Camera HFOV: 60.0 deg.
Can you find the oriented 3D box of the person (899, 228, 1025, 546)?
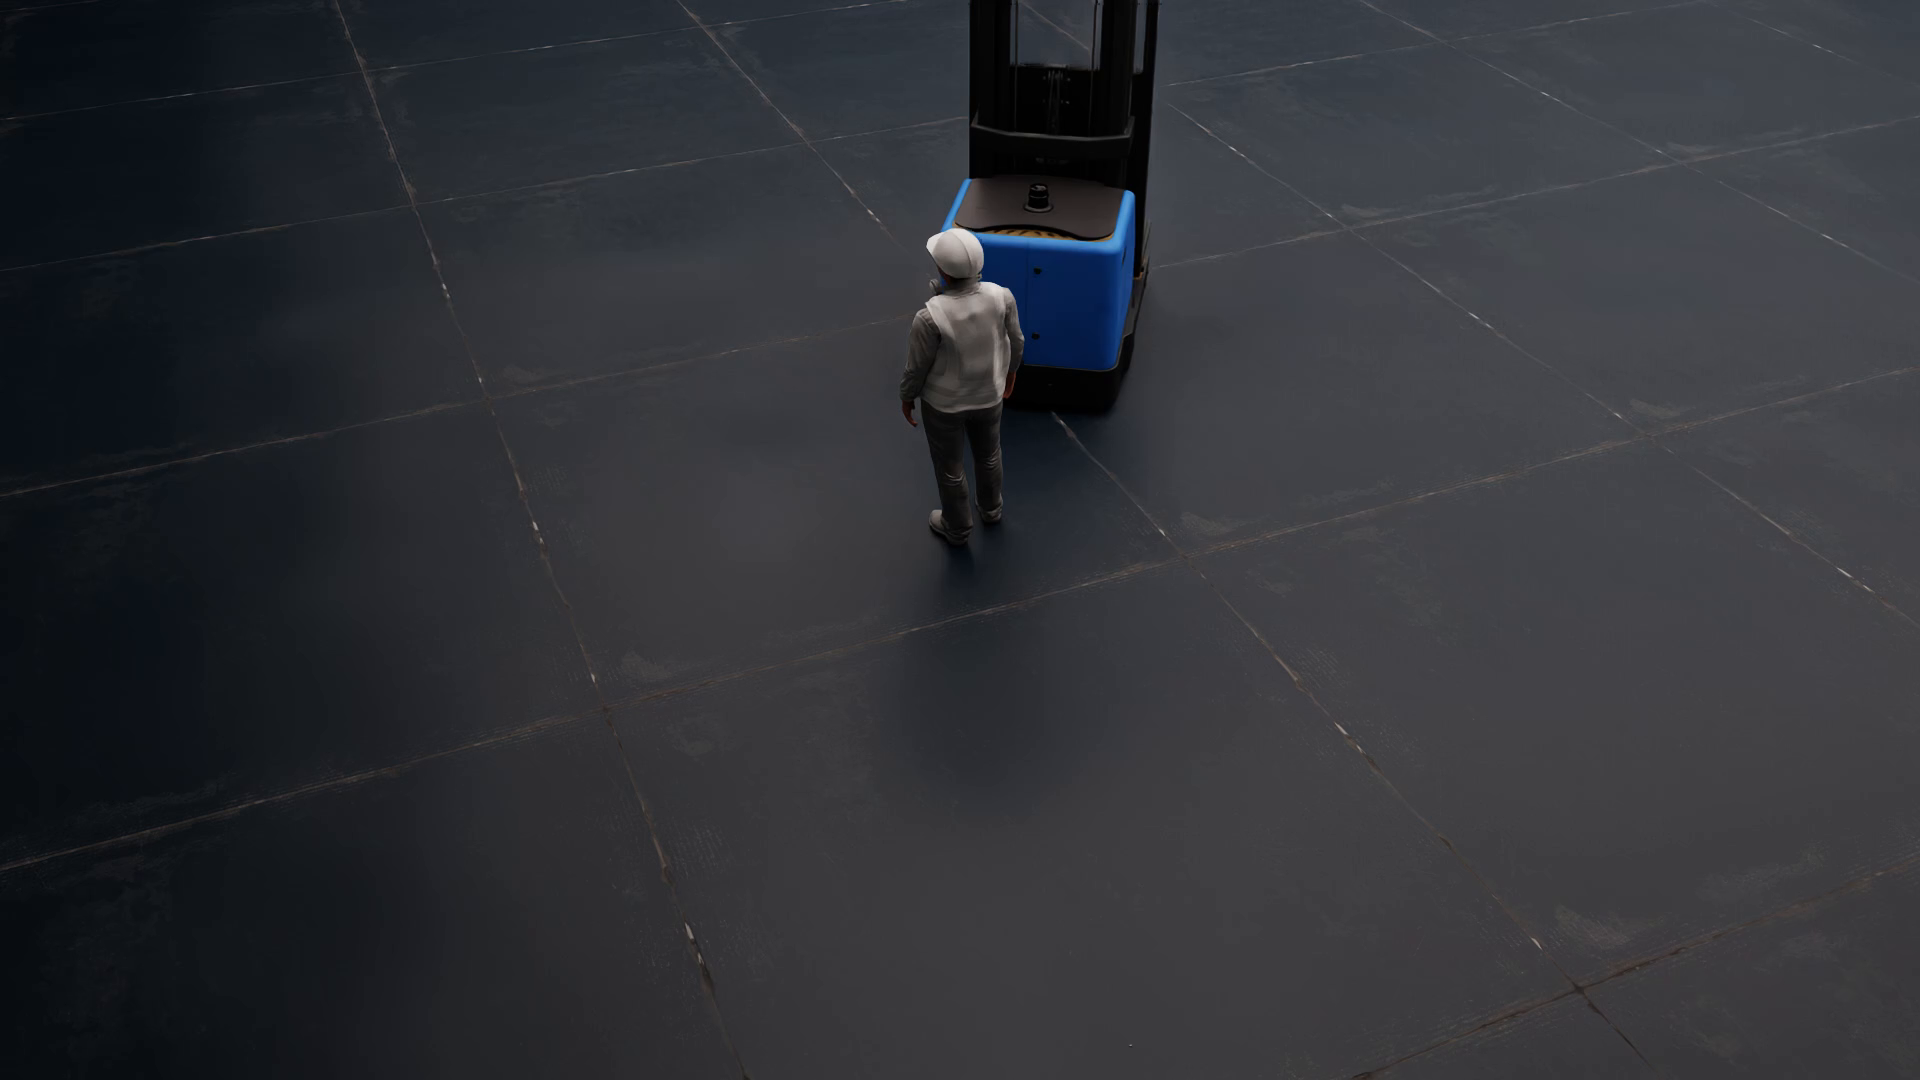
[{"bbox_3d":[-0.017,-0.764,8.158,0.632,1.773,0.568,-14,38,-19],"label":"person"}]

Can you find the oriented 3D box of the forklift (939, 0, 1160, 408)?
[{"bbox_3d":[0.644,-2.804,10.042,1.130,2.935,3.031,6,36,9],"label":"forklift"}]
